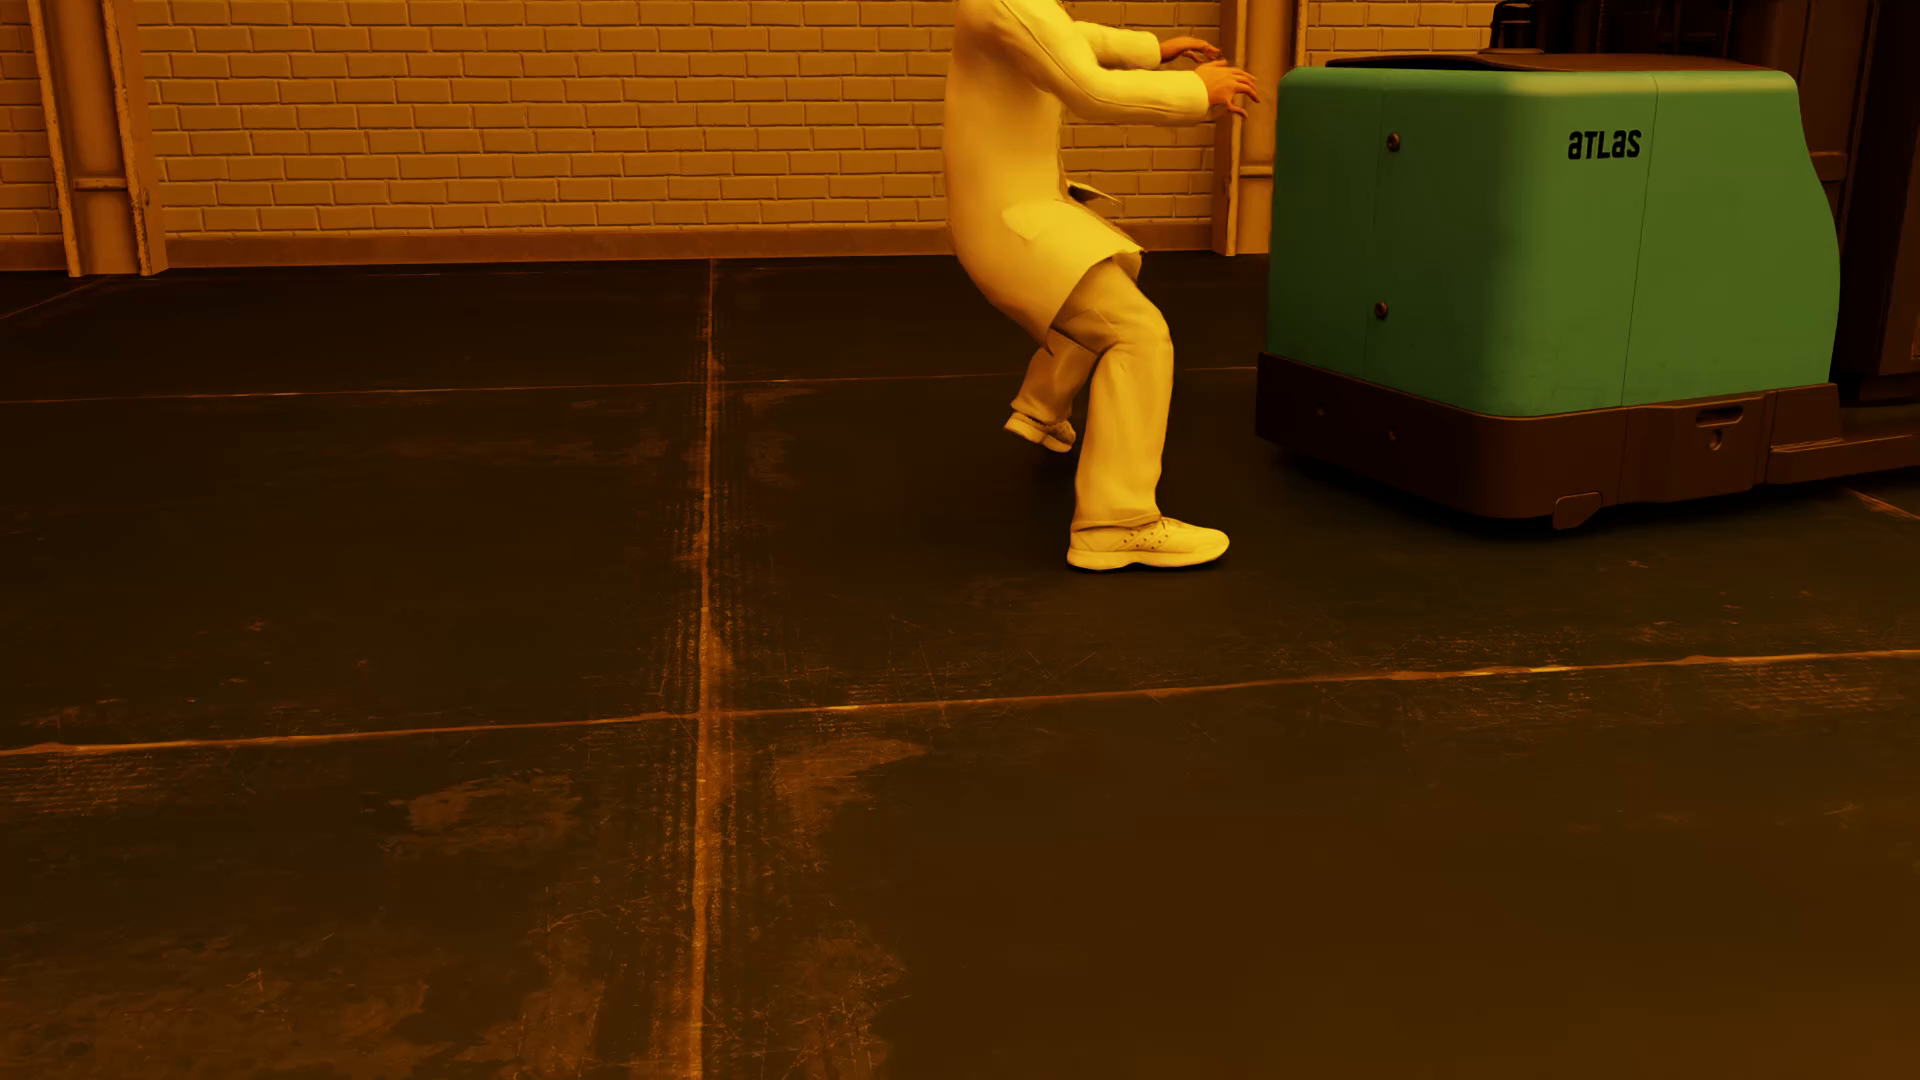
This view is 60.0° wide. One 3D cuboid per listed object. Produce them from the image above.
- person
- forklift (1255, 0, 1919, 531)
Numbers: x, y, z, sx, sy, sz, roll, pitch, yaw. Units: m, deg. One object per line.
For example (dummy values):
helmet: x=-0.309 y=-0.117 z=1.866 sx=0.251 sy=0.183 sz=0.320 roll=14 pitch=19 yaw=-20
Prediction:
person: x=0.331 y=-0.828 z=4.064 sx=0.740 sy=1.528 sz=1.178 roll=1 pitch=17 yaw=5
forklift: x=2.397 y=-1.689 z=4.492 sx=3.031 sy=2.935 sz=1.130 roll=-7 pitch=18 yaw=-23
